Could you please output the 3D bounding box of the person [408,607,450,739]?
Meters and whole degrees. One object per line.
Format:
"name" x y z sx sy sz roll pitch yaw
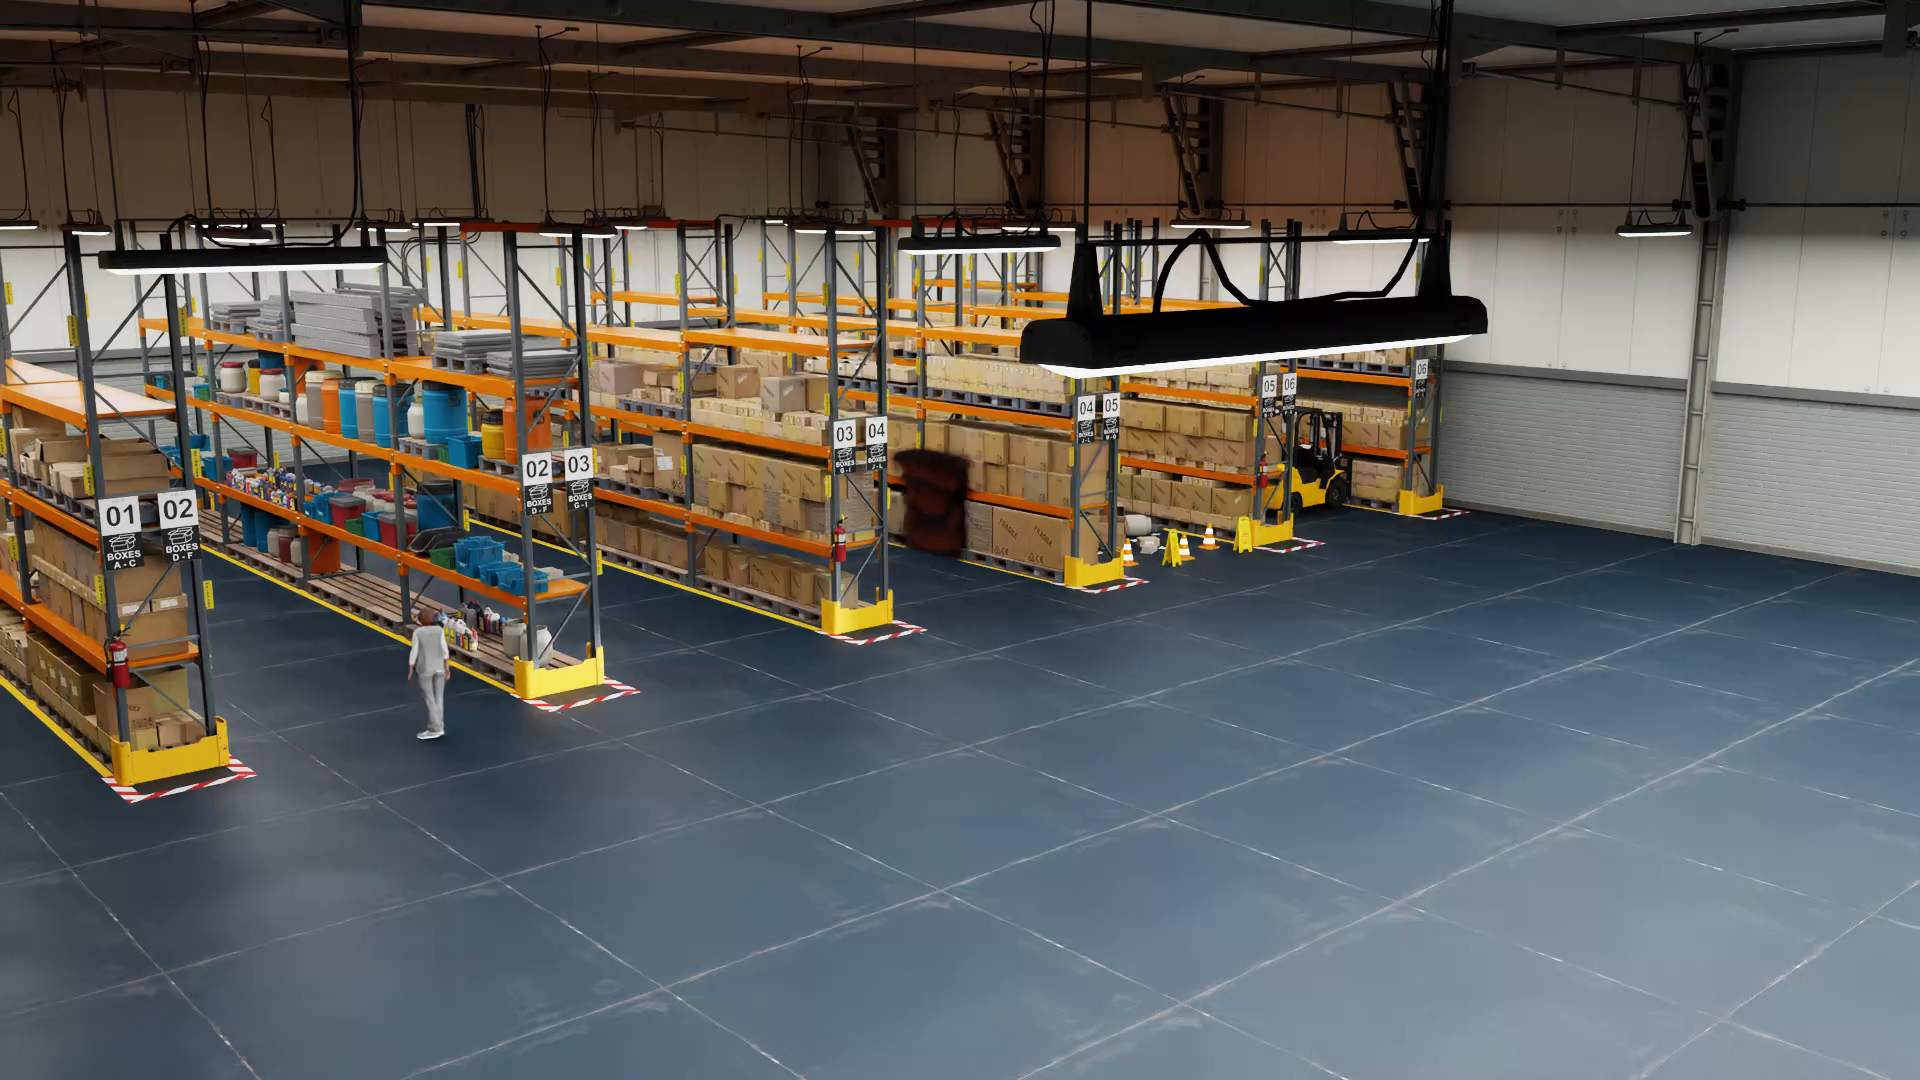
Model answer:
"person" -6.362 1.594 19.963 0.464 1.619 0.351 -8 14 -34
